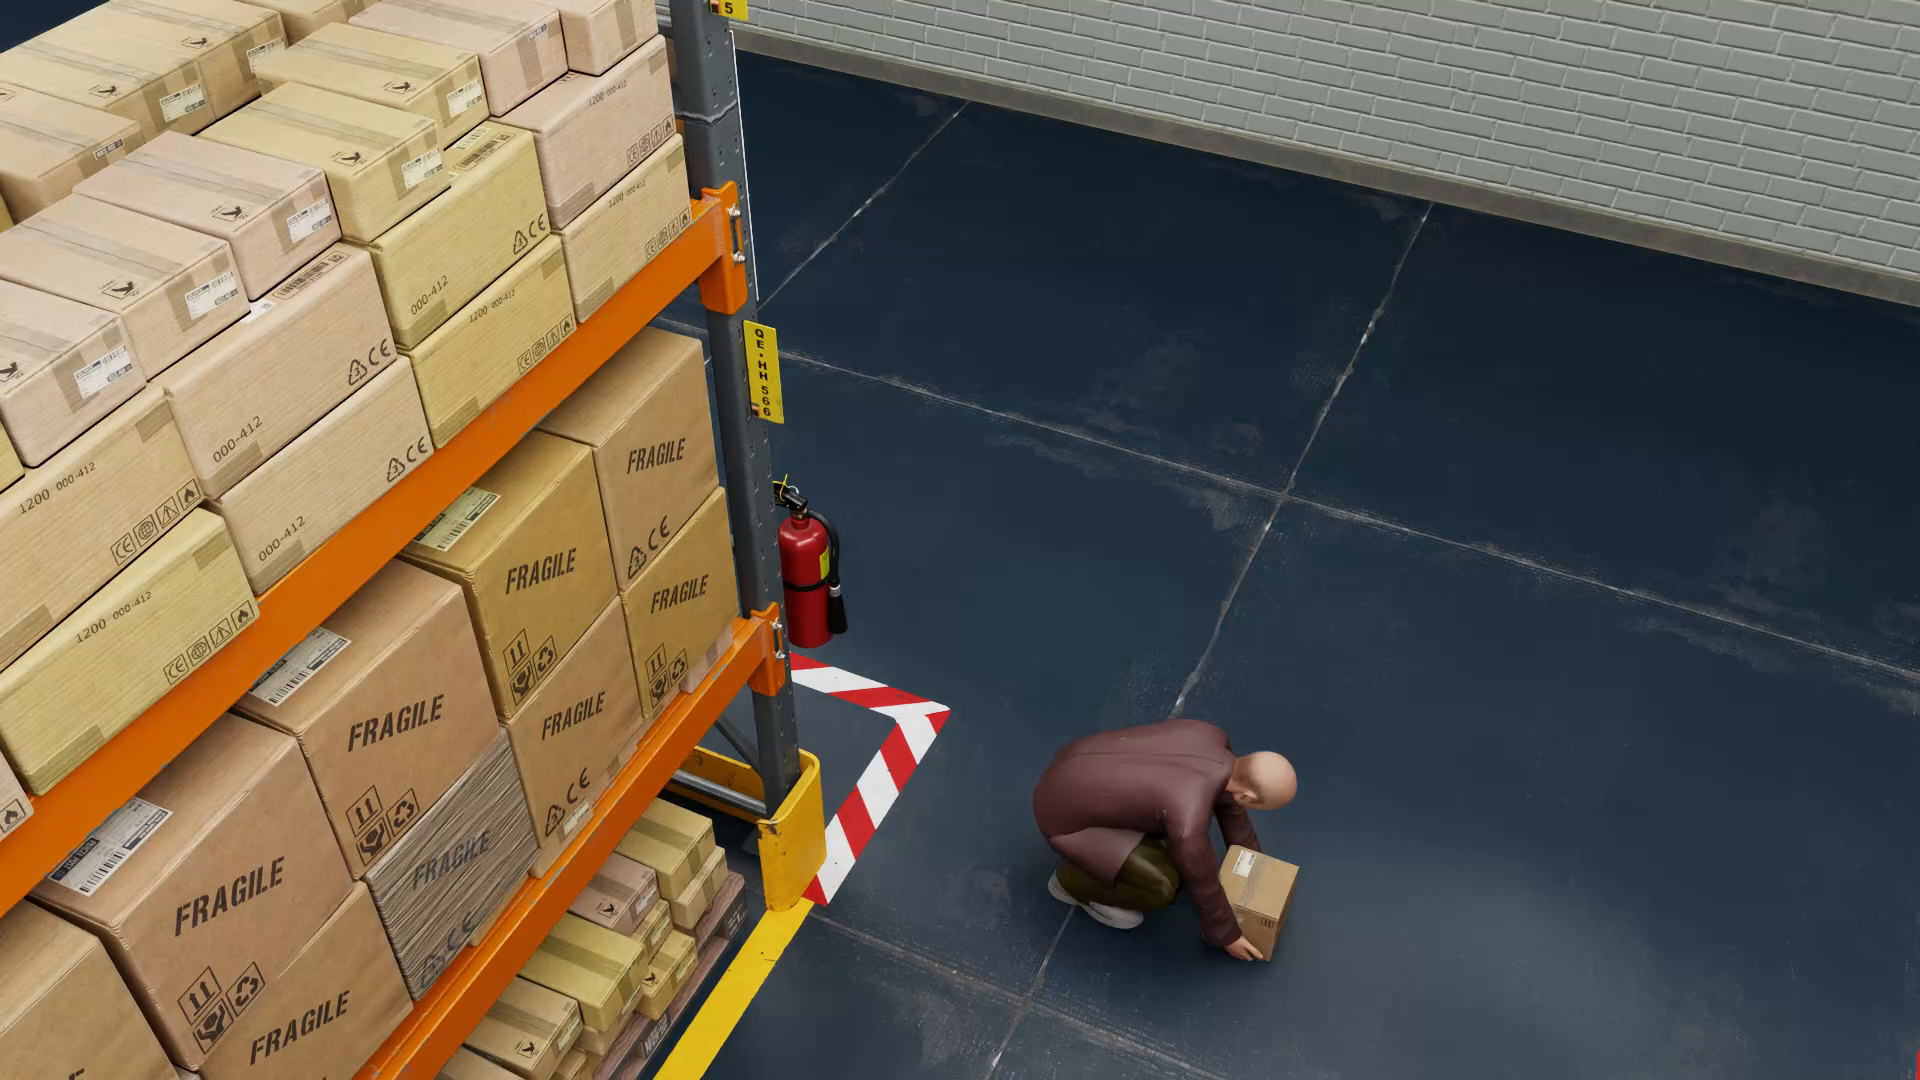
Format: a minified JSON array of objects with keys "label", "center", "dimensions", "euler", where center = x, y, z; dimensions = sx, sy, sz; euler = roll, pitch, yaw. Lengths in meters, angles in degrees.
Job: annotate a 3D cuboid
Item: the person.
[{"label":"person","center":[0.700,0.919,5.740],"dimensions":[0.943,0.966,0.595],"euler":[15,44,17]}]
